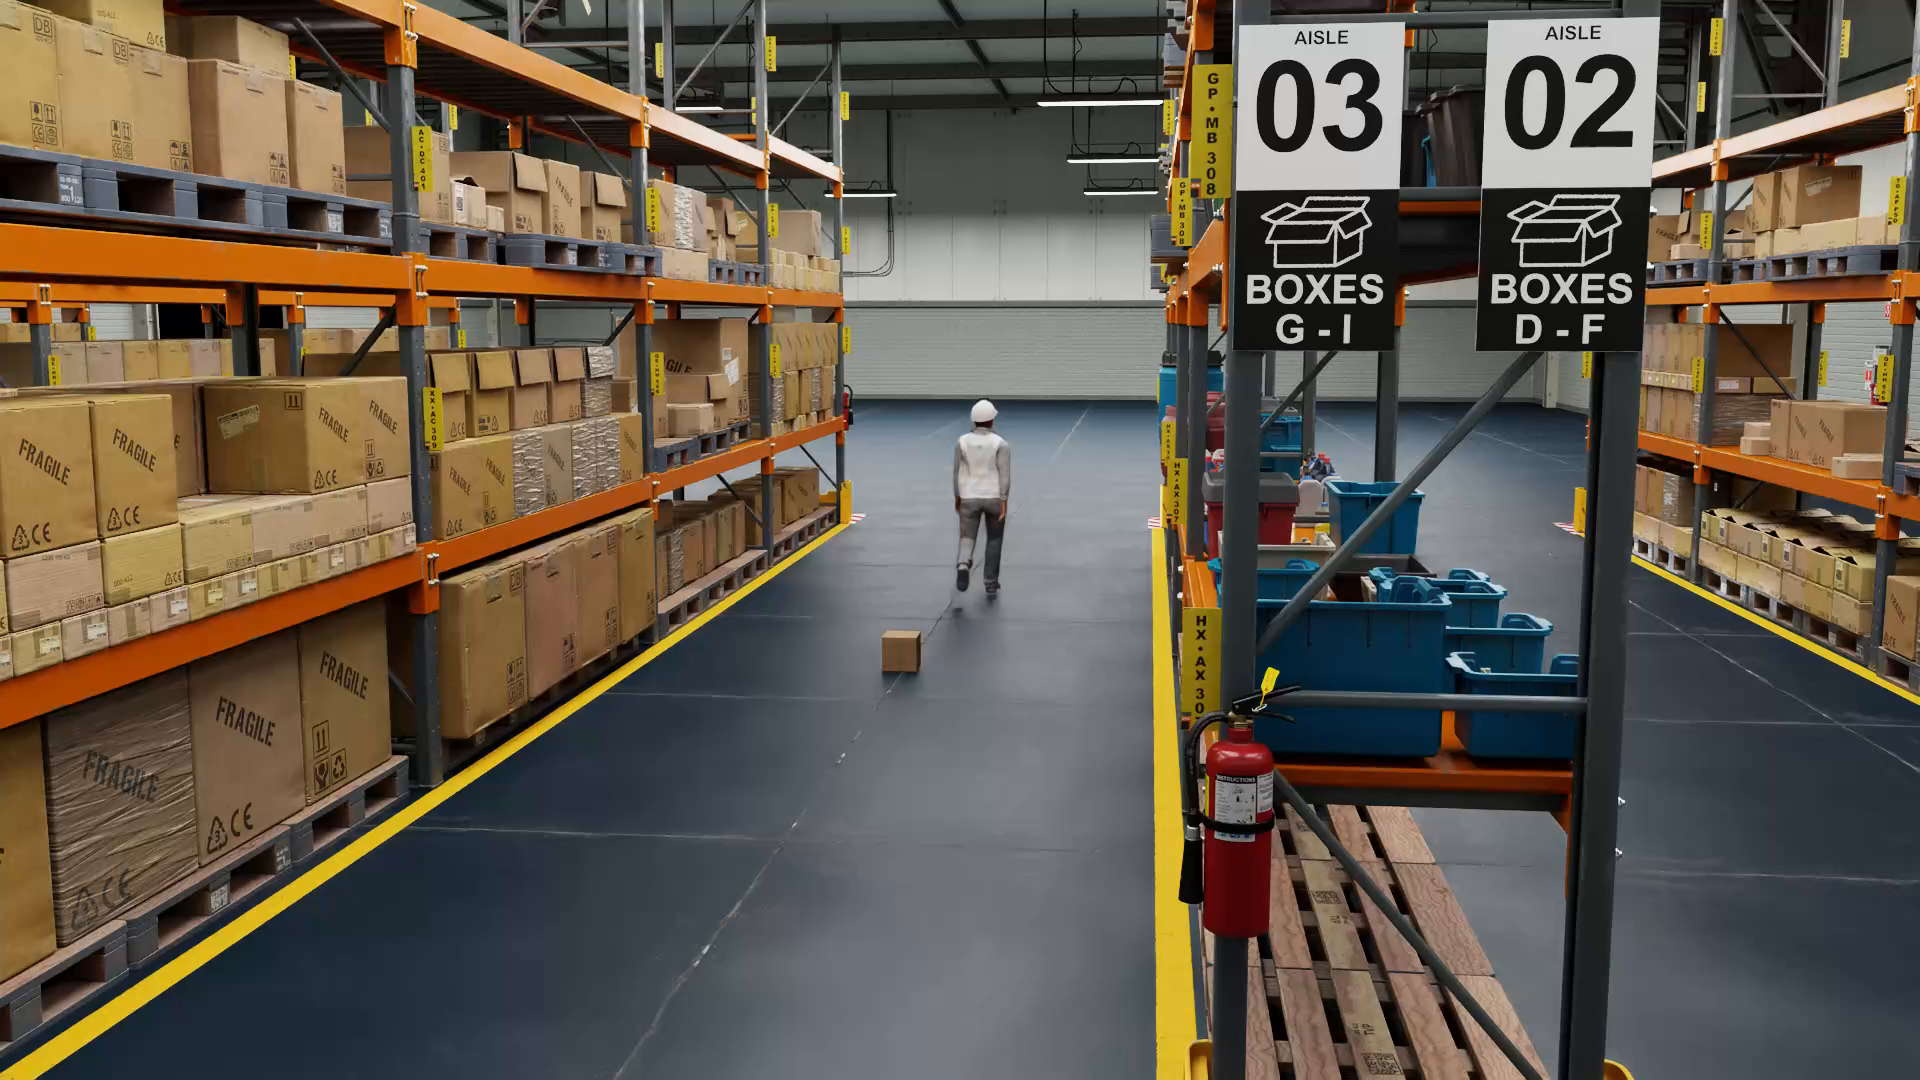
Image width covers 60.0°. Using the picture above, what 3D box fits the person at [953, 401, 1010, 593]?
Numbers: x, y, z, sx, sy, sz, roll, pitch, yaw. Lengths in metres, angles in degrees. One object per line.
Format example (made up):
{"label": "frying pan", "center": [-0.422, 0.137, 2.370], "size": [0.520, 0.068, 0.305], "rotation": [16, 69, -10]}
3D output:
{"label": "person", "center": [0.194, -0.377, 14.940], "size": [0.531, 1.750, 0.786], "rotation": [1, 8, 10]}
